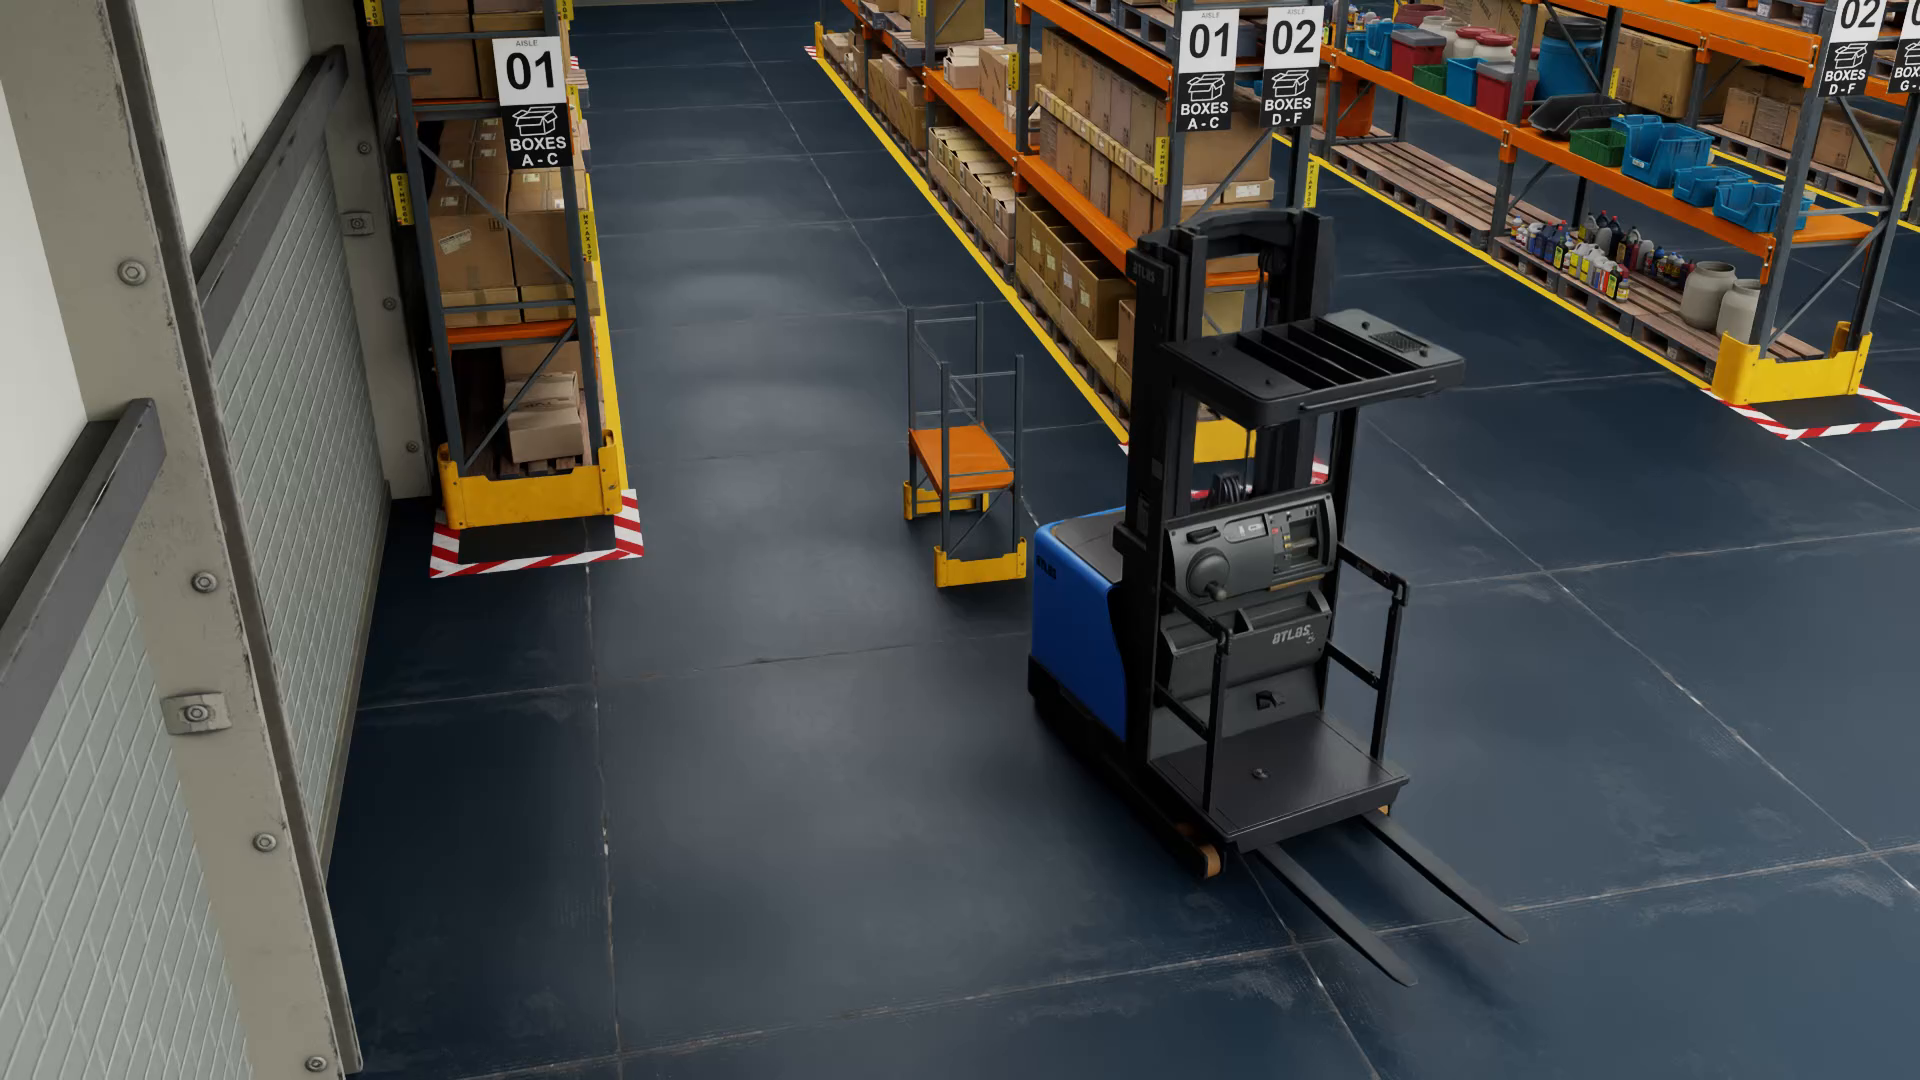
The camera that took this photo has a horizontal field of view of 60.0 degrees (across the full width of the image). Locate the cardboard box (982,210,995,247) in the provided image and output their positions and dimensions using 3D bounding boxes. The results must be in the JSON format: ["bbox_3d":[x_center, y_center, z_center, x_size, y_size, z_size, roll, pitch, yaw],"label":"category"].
[{"bbox_3d":[0.522,-3.100,16.496,0.500,0.250,0.500,-6,27,-12],"label":"cardboard box"}]

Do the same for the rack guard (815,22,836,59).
[{"bbox_3d":[-1.677,-7.884,26.162,1.175,0.500,0.348,-6,27,-12],"label":"rack guard"}]

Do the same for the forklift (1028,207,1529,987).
[{"bbox_3d":[1.487,0.072,7.701,1.130,2.935,3.031,-13,29,-23],"label":"forklift"}]

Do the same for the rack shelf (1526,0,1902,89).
[{"bbox_3d":[6.287,-4.407,13.968,1.077,0.370,4.000,-6,27,-12],"label":"rack shelf"}]

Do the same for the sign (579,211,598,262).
[{"bbox_3d":[-2.386,-1.947,10.663,0.100,0.325,0.005,-6,27,-12],"label":"sign"}]

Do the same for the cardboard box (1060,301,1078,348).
[{"bbox_3d":[1.153,-1.832,13.983,0.500,0.250,0.500,-6,27,-12],"label":"cardboard box"}]

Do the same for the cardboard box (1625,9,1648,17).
[{"bbox_3d":[9.181,-7.209,21.940,0.500,0.500,0.500,-7,28,-13],"label":"cardboard box"}]

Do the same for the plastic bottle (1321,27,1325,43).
[{"bbox_3d":[4.420,-6.121,20.115,0.097,0.201,0.097,0,27,0],"label":"plastic bottle"}]

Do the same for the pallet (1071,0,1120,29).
[{"bbox_3d":[1.499,-4.159,12.776,1.003,0.211,1.213,-6,27,-12],"label":"pallet"}]

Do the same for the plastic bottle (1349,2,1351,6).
[{"bbox_3d":[4.937,-6.706,21.182,0.061,0.283,0.133,-6,27,-12],"label":"plastic bottle"}]

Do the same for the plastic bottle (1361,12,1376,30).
[{"bbox_3d":[5.048,-6.393,20.572,0.152,0.276,0.135,-6,27,-12],"label":"plastic bottle"}]

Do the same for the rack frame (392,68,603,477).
[{"bbox_3d":[-2.914,-1.505,10.749,1.000,3.000,0.127,-6,27,-12],"label":"rack frame"}]

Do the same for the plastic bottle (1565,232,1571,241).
[{"bbox_3d":[5.765,-2.797,15.850,0.097,0.271,0.097,0,27,0],"label":"plastic bottle"}]

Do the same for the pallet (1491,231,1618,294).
[{"bbox_3d":[5.947,-2.723,16.257,1.003,0.211,1.213,-6,27,-12],"label":"pallet"}]

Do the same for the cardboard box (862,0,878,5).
[{"bbox_3d":[-0.904,-7.279,21.612,0.700,0.500,0.500,-16,31,-29],"label":"cardboard box"}]

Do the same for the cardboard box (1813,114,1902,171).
[{"bbox_3d":[10.329,-4.579,19.125,0.700,0.500,0.500,-8,28,-16],"label":"cardboard box"}]

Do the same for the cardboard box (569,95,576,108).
[{"bbox_3d":[-3.408,-3.362,13.740,0.500,0.500,0.500,-6,27,-12],"label":"cardboard box"}]

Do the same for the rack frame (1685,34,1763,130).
[{"bbox_3d":[9.761,-6.526,20.697,1.000,3.000,0.127,-6,27,-12],"label":"rack frame"}]

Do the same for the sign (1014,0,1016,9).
[{"bbox_3d":[0.648,-6.096,18.561,0.100,0.325,0.005,-6,27,-12],"label":"sign"}]

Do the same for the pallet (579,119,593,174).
[{"bbox_3d":[-3.846,-3.526,14.965,1.003,0.211,1.213,-6,27,-12],"label":"pallet"}]

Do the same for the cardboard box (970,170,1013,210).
[{"bbox_3d":[0.406,-3.572,16.807,0.500,0.311,0.500,-6,27,-12],"label":"cardboard box"}]

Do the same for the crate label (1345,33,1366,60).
[{"bbox_3d":[4.665,-5.725,19.296,0.303,0.233,0.416,-6,27,-12],"label":"crate label"}]

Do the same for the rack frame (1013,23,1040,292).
[{"bbox_3d":[1.010,-3.766,15.228,1.000,3.000,0.127,-6,27,-12],"label":"rack frame"}]

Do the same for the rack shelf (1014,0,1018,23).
[{"bbox_3d":[0.559,-5.662,16.454,1.077,0.370,4.000,-6,27,-12],"label":"rack shelf"}]

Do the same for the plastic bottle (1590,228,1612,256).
[{"bbox_3d":[6.167,-2.884,16.015,0.152,0.276,0.135,-6,27,-12],"label":"plastic bottle"}]

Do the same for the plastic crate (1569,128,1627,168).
[{"bbox_3d":[5.868,-3.548,15.032,0.450,0.188,0.662,-6,27,-12],"label":"plastic crate"}]

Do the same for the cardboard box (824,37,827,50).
[{"bbox_3d":[-1.879,-7.637,25.554,0.380,0.166,0.250,-6,27,-12],"label":"cardboard box"}]

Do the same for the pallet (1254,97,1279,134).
[{"bbox_3d":[4.445,-5.654,22.065,1.003,0.211,1.213,-6,27,-12],"label":"pallet"}]

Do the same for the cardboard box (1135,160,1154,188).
[{"bbox_3d":[1.521,-2.719,12.324,0.380,0.149,0.250,-6,27,-12],"label":"cardboard box"}]

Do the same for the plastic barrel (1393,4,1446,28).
[{"bbox_3d":[5.335,-5.911,19.327,0.600,0.536,0.708,-6,27,-12],"label":"plastic barrel"}]

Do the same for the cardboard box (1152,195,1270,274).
[{"bbox_3d":[1.819,-2.260,12.135,0.700,0.500,0.500,-6,27,-12],"label":"cardboard box"}]

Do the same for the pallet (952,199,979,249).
[{"bbox_3d":[0.527,-3.377,17.553,1.003,0.211,1.213,-6,27,-12],"label":"pallet"}]

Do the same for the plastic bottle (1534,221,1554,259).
[{"bbox_3d":[5.614,-2.884,15.934,0.144,0.351,0.185,-5,27,-10],"label":"plastic bottle"}]

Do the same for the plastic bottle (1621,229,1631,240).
[{"bbox_3d":[6.383,-2.846,15.932,0.061,0.283,0.133,-4,27,-8],"label":"plastic bottle"}]

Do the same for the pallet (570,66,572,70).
[{"bbox_3d":[-6.263,-6.941,24.614,1.003,0.211,1.213,-6,27,-12],"label":"pallet"}]

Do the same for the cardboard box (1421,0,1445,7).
[{"bbox_3d":[8.180,-9.004,27.499,0.875,0.875,0.875,-6,27,-12],"label":"cardboard box"}]

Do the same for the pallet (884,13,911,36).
[{"bbox_3d":[-0.334,-6.289,20.441,1.003,0.211,1.213,-6,27,-12],"label":"pallet"}]

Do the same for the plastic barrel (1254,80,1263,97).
[{"bbox_3d":[4.299,-6.478,22.465,0.600,0.901,0.708,-6,27,-12],"label":"plastic barrel"}]

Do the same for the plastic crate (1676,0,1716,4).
[{"bbox_3d":[6.015,-4.649,13.668,0.392,0.384,0.575,-6,27,-12],"label":"plastic crate"}]

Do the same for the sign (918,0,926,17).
[{"bbox_3d":[-0.418,-5.944,18.347,0.100,0.325,0.005,-6,27,-12],"label":"sign"}]

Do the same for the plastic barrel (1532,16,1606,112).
[{"bbox_3d":[6.045,-4.691,16.505,0.600,0.901,0.708,-6,27,-12],"label":"plastic barrel"}]

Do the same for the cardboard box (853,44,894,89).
[{"bbox_3d":[-1.198,-6.579,23.089,0.500,0.500,0.500,-6,27,-12],"label":"cardboard box"}]

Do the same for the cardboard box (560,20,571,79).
[{"bbox_3d":[-2.832,-3.309,10.862,0.500,0.500,0.500,-4,27,-8],"label":"cardboard box"}]

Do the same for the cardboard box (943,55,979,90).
[{"bbox_3d":[0.121,-5.070,17.910,0.500,0.311,0.500,-6,27,-12],"label":"cardboard box"}]

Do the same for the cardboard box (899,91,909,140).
[{"bbox_3d":[-0.447,-5.216,20.388,0.500,0.500,0.500,-7,28,-13],"label":"cardboard box"}]

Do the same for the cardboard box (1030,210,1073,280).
[{"bbox_3d":[0.930,-2.606,14.684,0.500,0.500,0.500,-6,27,-12],"label":"cardboard box"}]

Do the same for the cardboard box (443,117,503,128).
[{"bbox_3d":[-3.800,-3.083,13.187,0.500,0.500,0.500,-6,27,-12],"label":"cardboard box"}]

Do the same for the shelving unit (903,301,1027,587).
[{"bbox_3d":[0.017,-0.636,10.692,0.587,1.500,1.083,-6,27,-12],"label":"shelving unit"}]

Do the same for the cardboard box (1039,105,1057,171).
[{"bbox_3d":[1.116,-3.616,14.821,0.700,0.500,0.500,-7,28,-13],"label":"cardboard box"}]

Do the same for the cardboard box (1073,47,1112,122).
[{"bbox_3d":[1.343,-3.754,13.654,0.700,0.500,0.500,-6,27,-12],"label":"cardboard box"}]

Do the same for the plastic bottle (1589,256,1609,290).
[{"bbox_3d":[5.836,-2.427,15.111,0.152,0.276,0.135,-7,28,-13],"label":"plastic bottle"}]

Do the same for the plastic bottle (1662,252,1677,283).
[{"bbox_3d":[6.533,-2.511,15.283,0.097,0.271,0.097,0,27,0],"label":"plastic bottle"}]

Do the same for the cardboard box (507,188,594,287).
[{"bbox_3d":[-2.729,-2.022,11.085,0.500,0.500,0.500,-6,27,-12],"label":"cardboard box"}]

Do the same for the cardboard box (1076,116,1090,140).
[{"bbox_3d":[1.176,-3.397,13.667,0.380,0.149,0.250,-7,28,-13],"label":"cardboard box"}]

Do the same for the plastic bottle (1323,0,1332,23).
[{"bbox_3d":[4.690,-6.829,21.351,0.144,0.351,0.185,-6,27,-12],"label":"plastic bottle"}]

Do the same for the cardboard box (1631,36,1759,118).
[{"bbox_3d":[9.625,-6.070,21.685,1.225,0.875,0.875,-7,28,-14],"label":"cardboard box"}]

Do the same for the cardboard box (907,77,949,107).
[{"bbox_3d":[-0.348,-5.348,19.817,0.500,0.250,0.500,-5,27,-10],"label":"cardboard box"}]
